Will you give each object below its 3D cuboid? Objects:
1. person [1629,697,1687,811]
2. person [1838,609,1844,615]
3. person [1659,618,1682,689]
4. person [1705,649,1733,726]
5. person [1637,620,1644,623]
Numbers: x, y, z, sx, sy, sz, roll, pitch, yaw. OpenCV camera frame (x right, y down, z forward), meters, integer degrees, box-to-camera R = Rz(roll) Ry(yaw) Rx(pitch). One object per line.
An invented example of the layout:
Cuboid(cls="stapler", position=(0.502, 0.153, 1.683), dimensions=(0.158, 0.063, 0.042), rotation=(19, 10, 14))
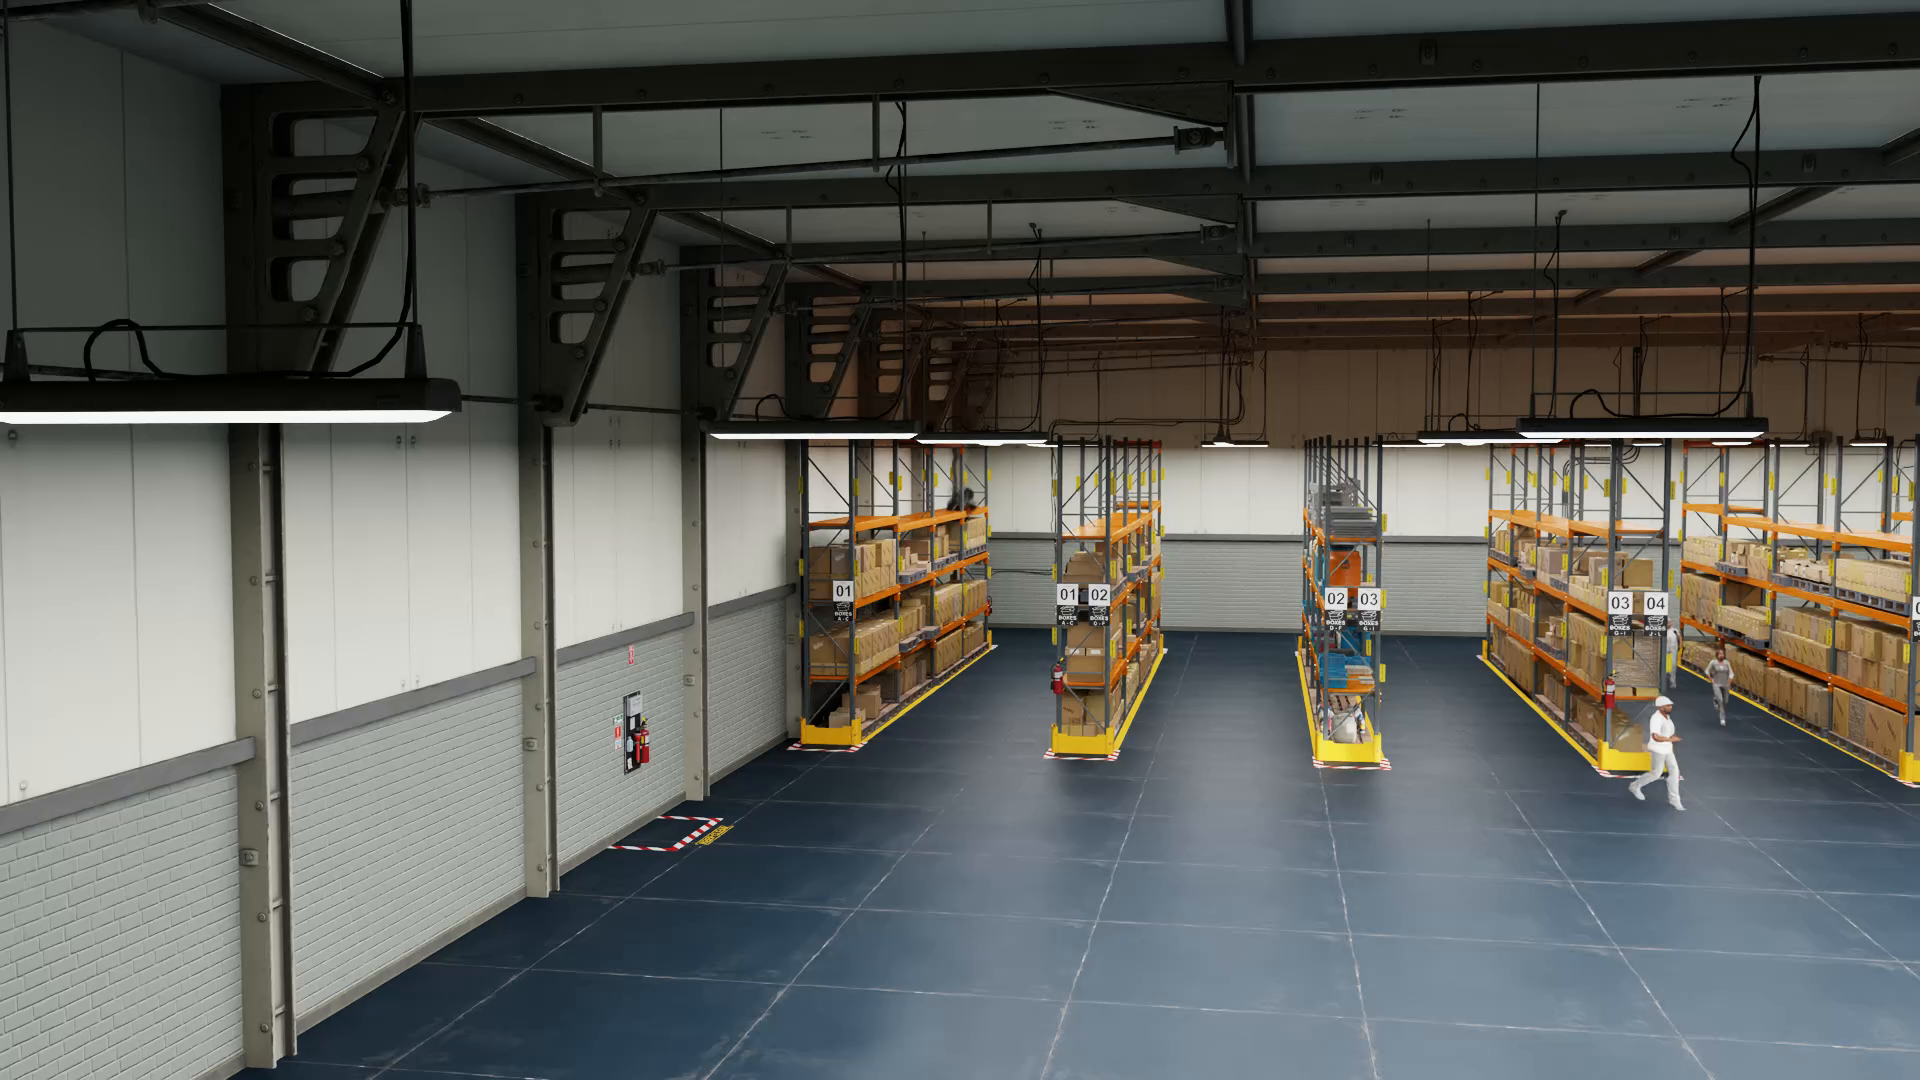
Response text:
Cuboid(cls="person", position=(11.201, 3.412, 26.667), dimensions=(0.905, 1.828, 0.729), rotation=(3, 4, 41))
Cuboid(cls="person", position=(23.771, 2.492, 45.154), dimensions=(0.583, 1.593, 0.629), rotation=(1, 3, 11))
Cuboid(cls="person", position=(17.151, 2.715, 40.224), dimensions=(0.609, 1.666, 0.905), rotation=(1, 3, 17))
Cuboid(cls="person", position=(15.963, 3.075, 34.959), dimensions=(0.530, 1.572, 0.853), rotation=(0, 3, 4))
Cuboid(cls="person", position=(18.727, 2.437, 45.703), dimensions=(0.591, 1.630, 0.763), rotation=(-1, 3, -22))
